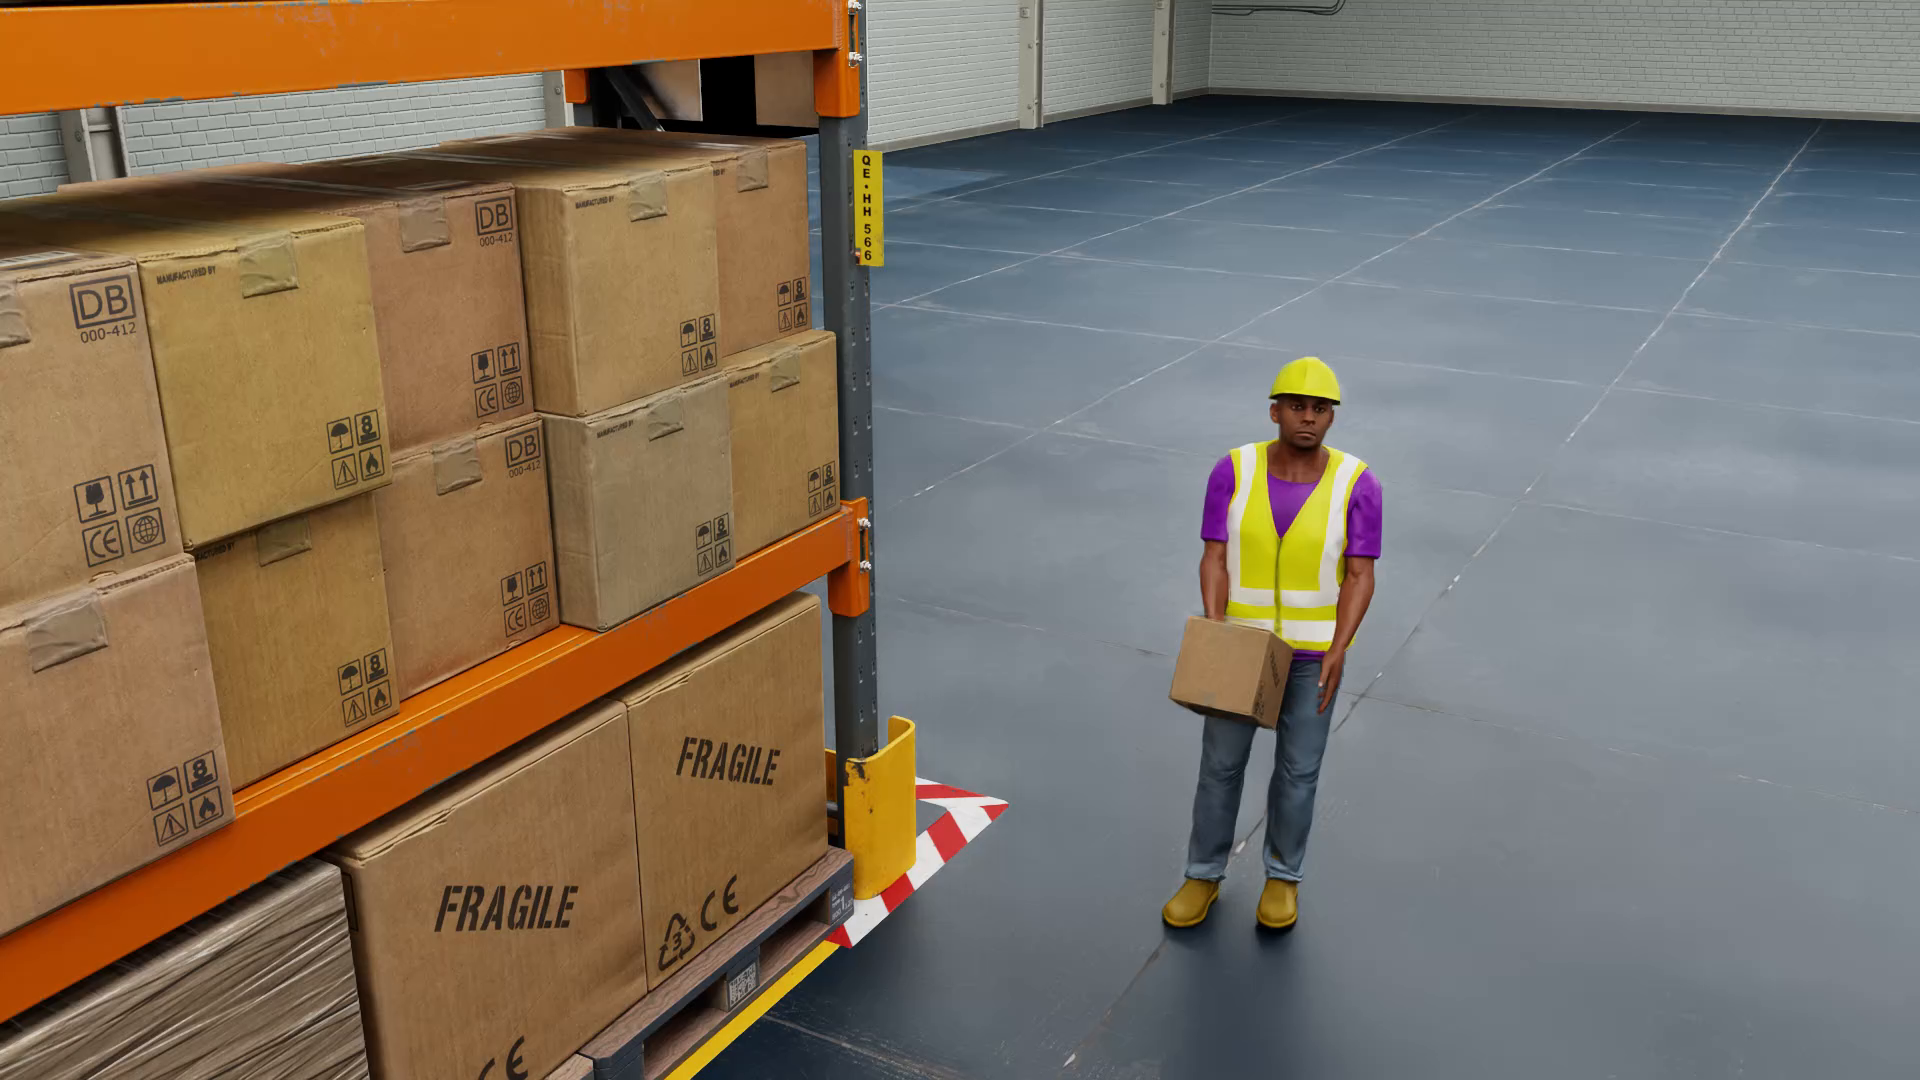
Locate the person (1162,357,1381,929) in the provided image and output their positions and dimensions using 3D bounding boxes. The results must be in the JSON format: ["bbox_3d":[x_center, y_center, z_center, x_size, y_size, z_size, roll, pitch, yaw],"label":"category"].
[{"bbox_3d":[0.954,0.338,5.056,0.576,1.772,0.539,5,20,13],"label":"person"}]
